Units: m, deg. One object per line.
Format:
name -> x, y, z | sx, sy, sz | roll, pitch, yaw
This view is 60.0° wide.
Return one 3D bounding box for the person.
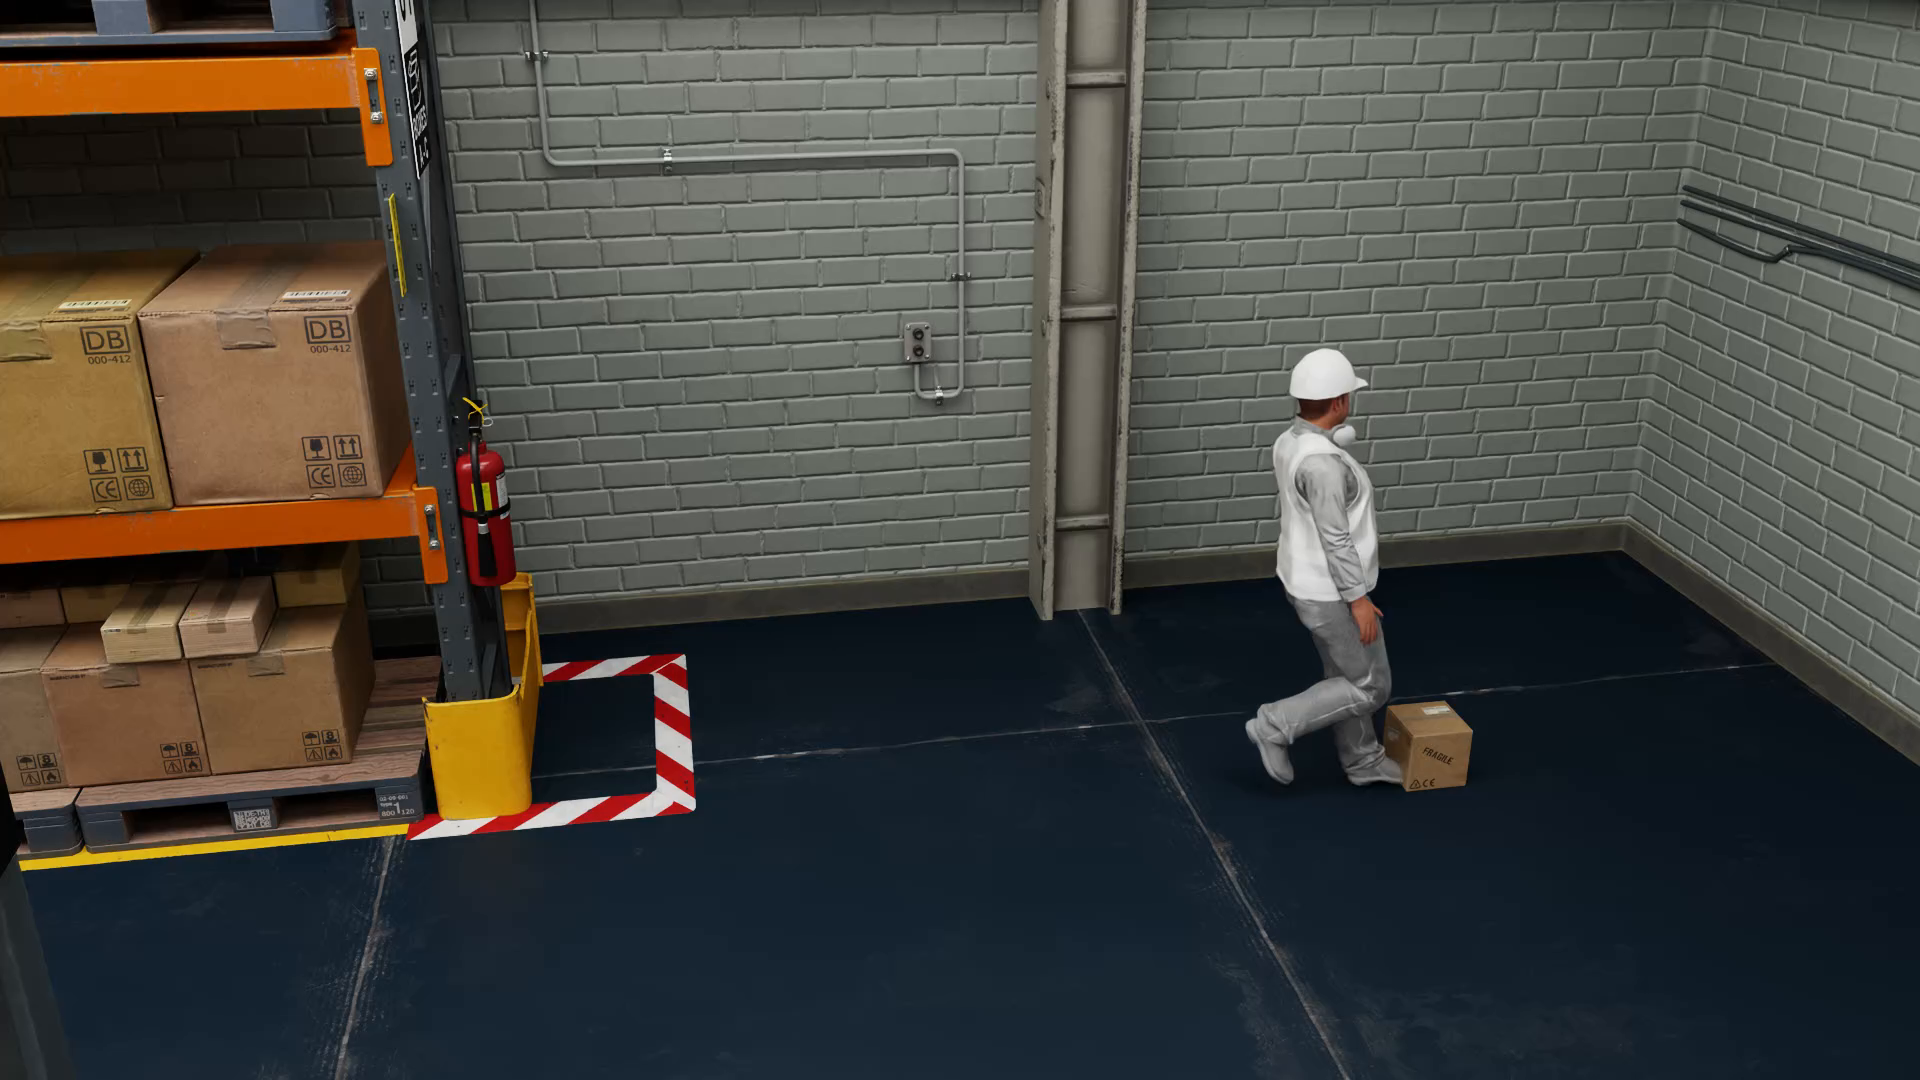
person -> 1.460, 0.151, 6.219 | 0.735, 1.748, 0.609 | -1, 23, -2
